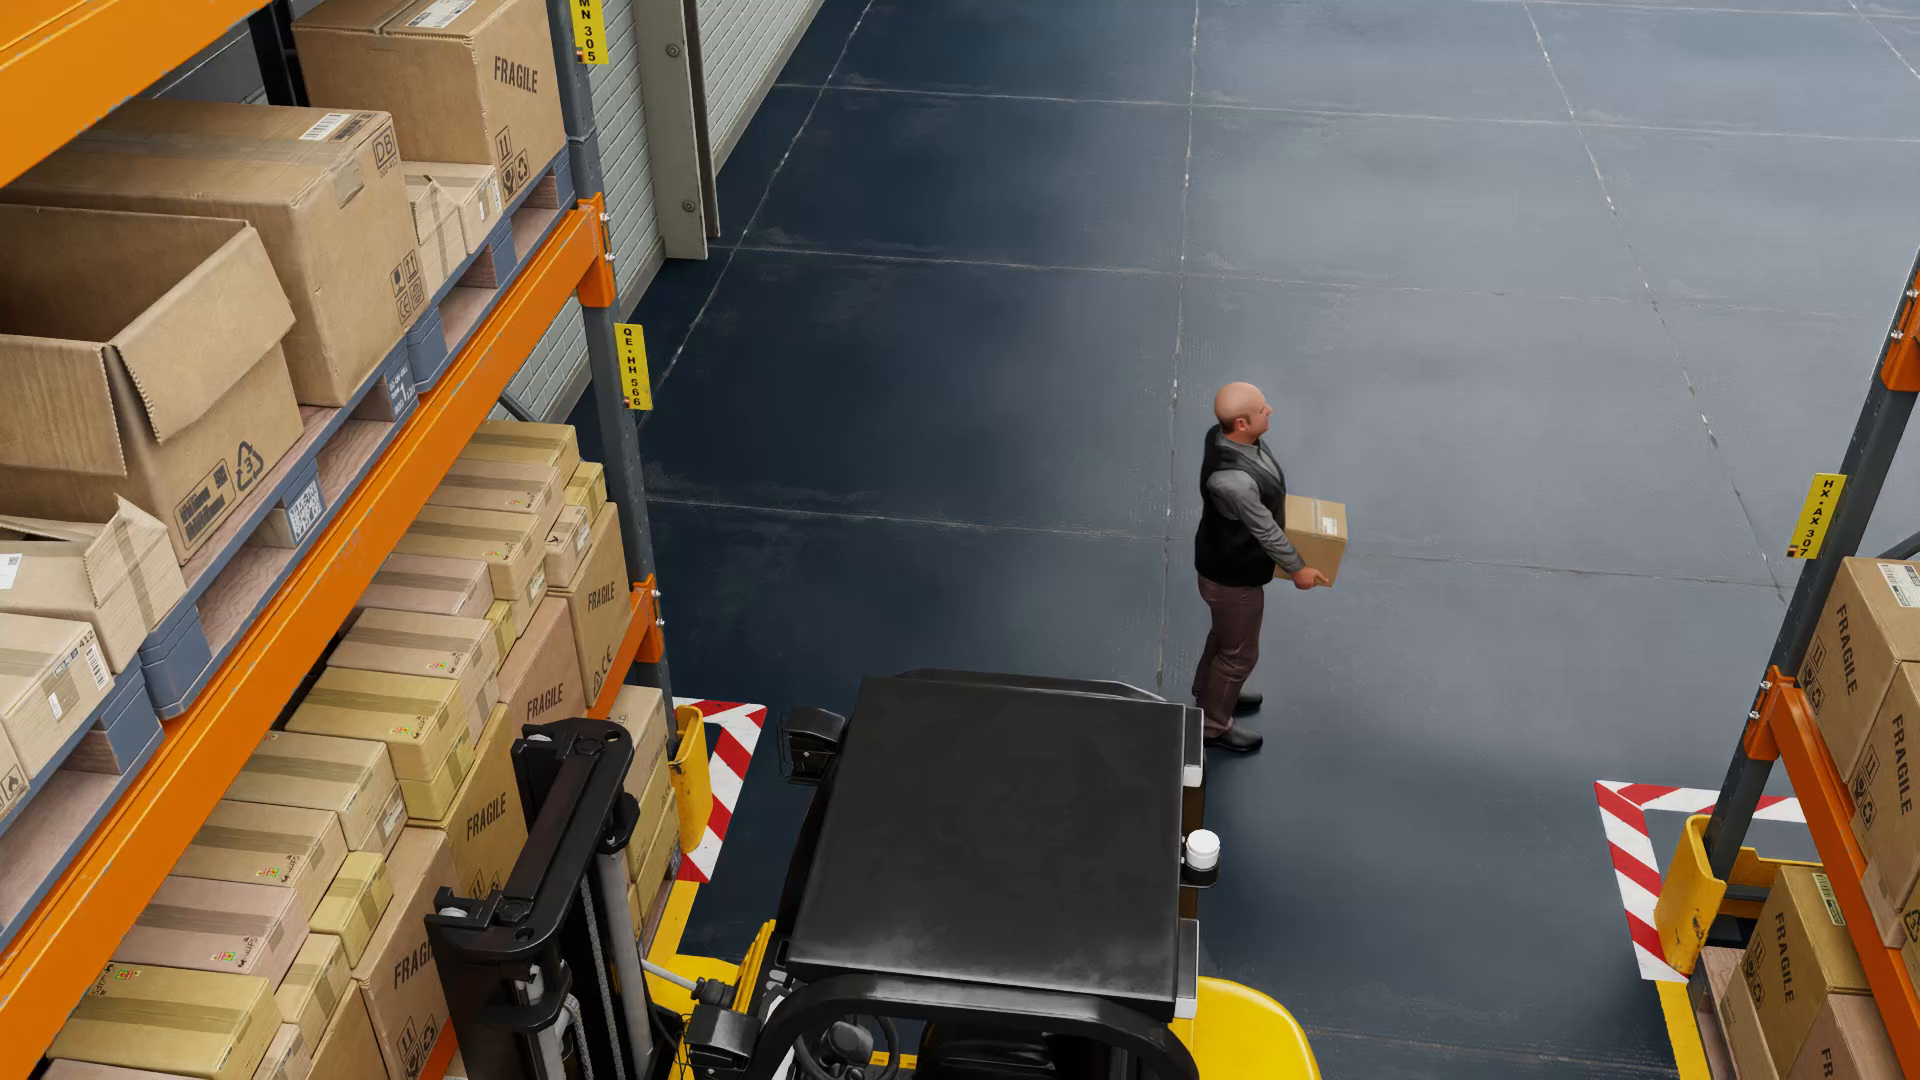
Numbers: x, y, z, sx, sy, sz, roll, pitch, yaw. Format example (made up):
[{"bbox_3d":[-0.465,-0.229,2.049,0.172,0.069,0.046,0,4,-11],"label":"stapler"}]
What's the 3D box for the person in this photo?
[{"bbox_3d":[1.239,0.109,6.919,0.551,1.711,0.494,5,36,7],"label":"person"}]
